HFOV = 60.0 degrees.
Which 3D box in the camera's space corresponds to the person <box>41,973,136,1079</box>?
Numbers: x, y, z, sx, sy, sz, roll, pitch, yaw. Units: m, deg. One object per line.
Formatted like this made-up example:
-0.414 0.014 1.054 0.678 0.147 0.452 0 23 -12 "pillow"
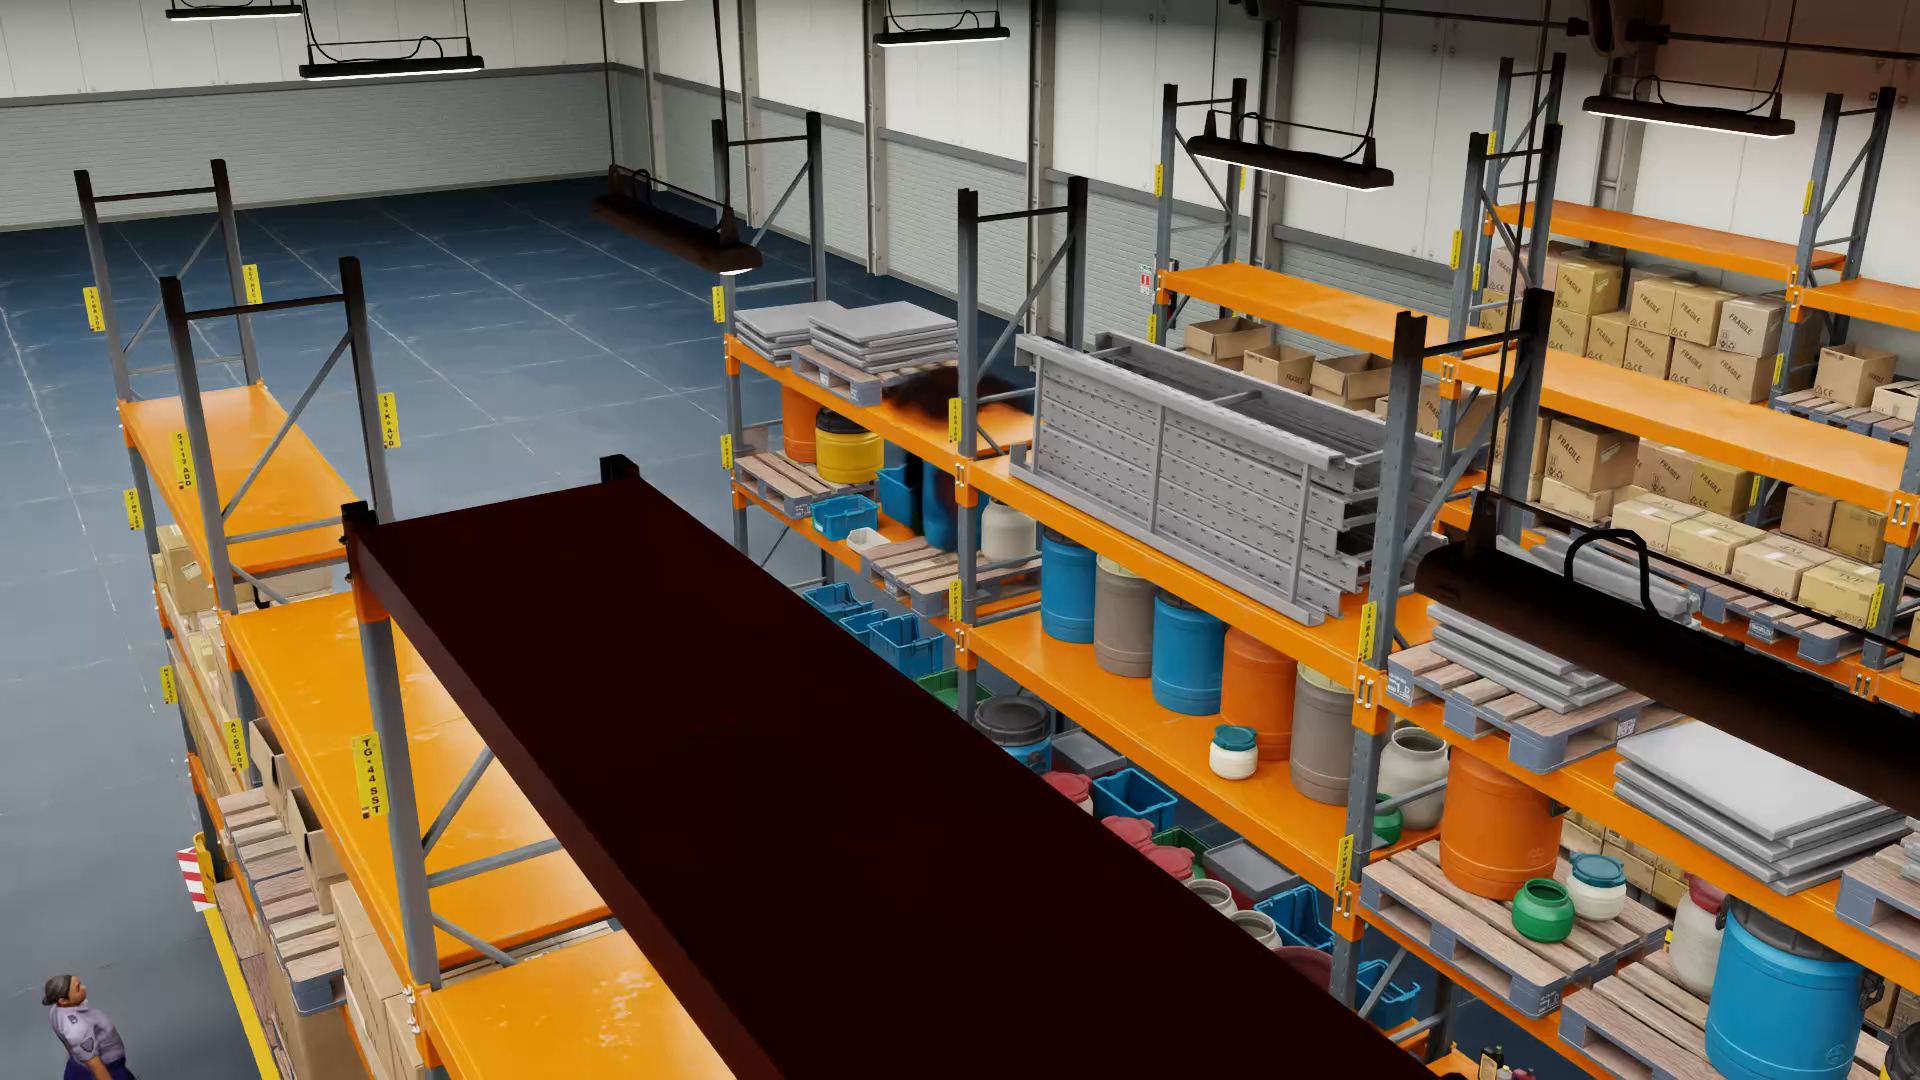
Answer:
-5.504 3.468 10.599 0.637 1.663 0.349 11 24 25 "person"
